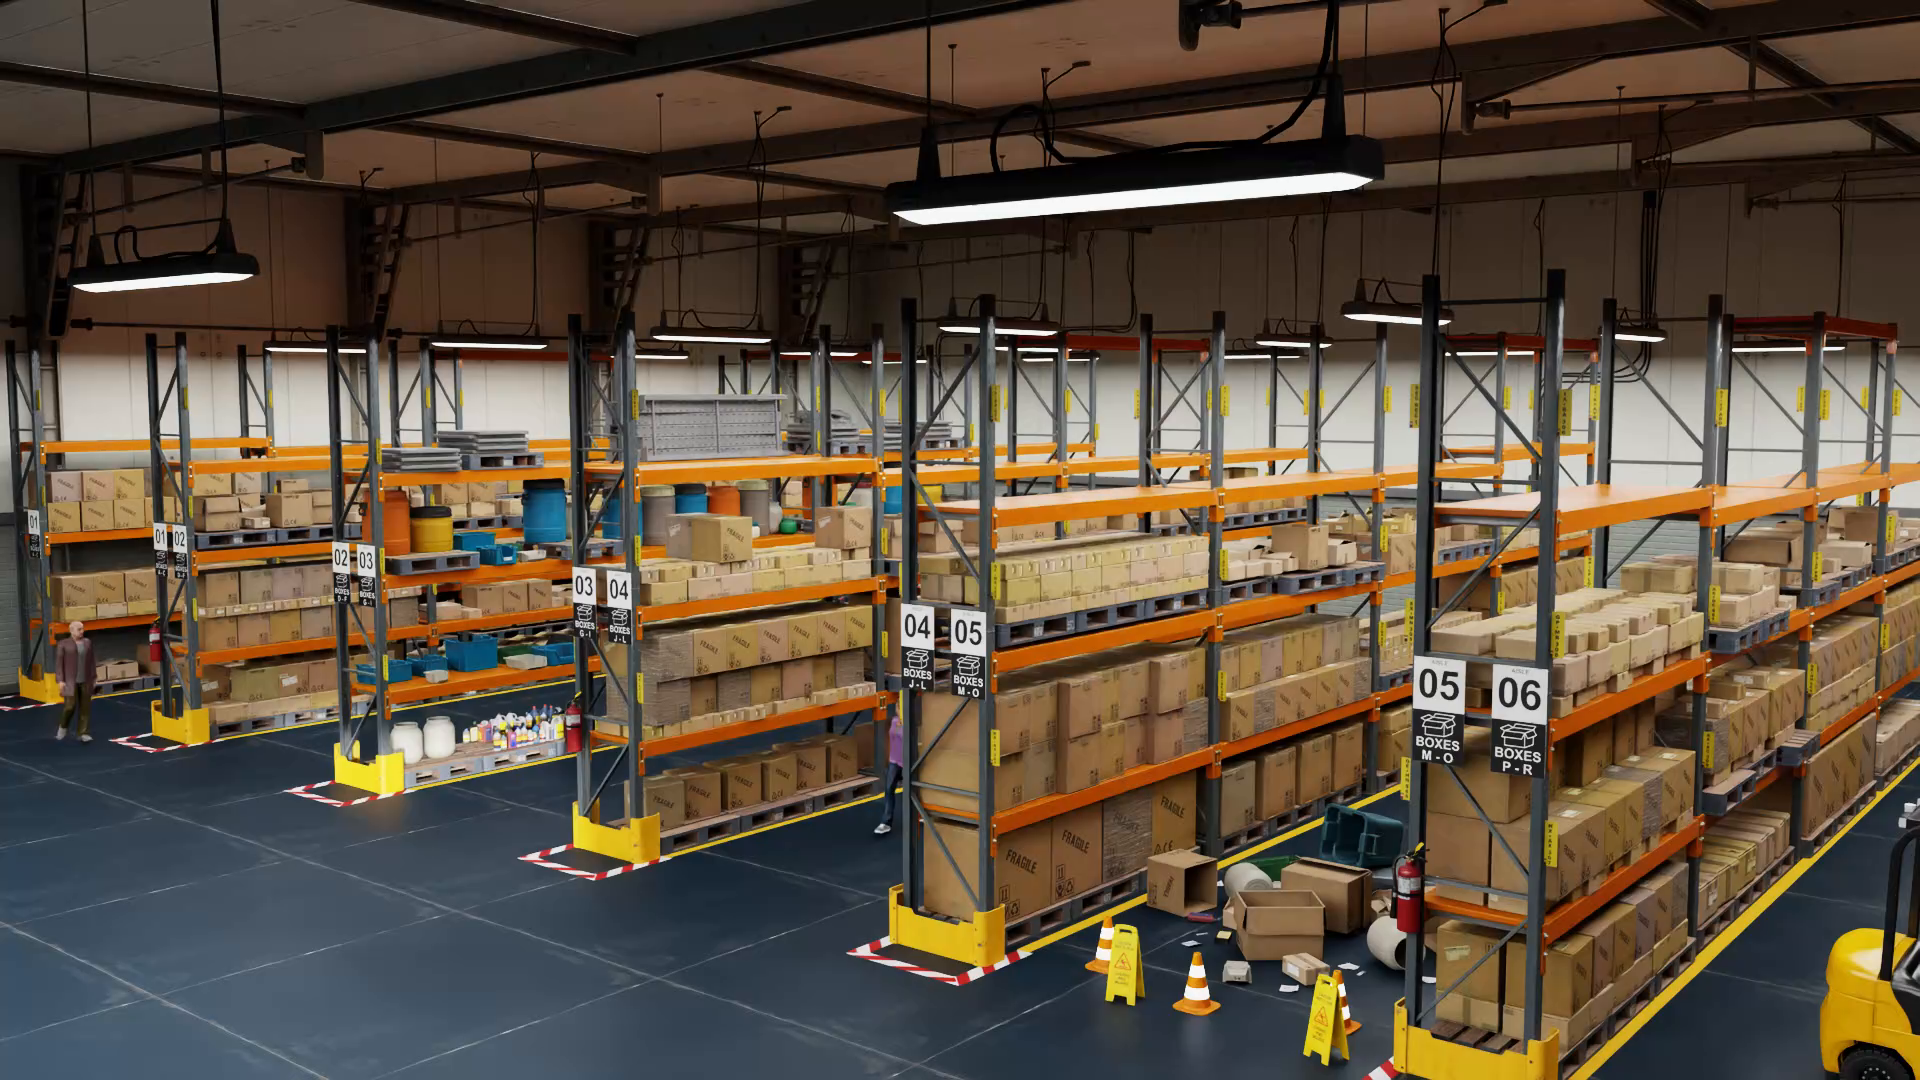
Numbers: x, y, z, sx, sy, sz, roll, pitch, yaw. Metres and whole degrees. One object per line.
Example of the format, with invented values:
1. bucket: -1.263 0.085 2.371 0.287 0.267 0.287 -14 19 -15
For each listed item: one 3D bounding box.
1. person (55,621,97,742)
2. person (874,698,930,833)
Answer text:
1. person: -12.977 2.066 24.377 0.569 1.777 0.608 4 6 35
2. person: -0.669 2.615 19.517 0.441 1.553 0.888 4 6 37
